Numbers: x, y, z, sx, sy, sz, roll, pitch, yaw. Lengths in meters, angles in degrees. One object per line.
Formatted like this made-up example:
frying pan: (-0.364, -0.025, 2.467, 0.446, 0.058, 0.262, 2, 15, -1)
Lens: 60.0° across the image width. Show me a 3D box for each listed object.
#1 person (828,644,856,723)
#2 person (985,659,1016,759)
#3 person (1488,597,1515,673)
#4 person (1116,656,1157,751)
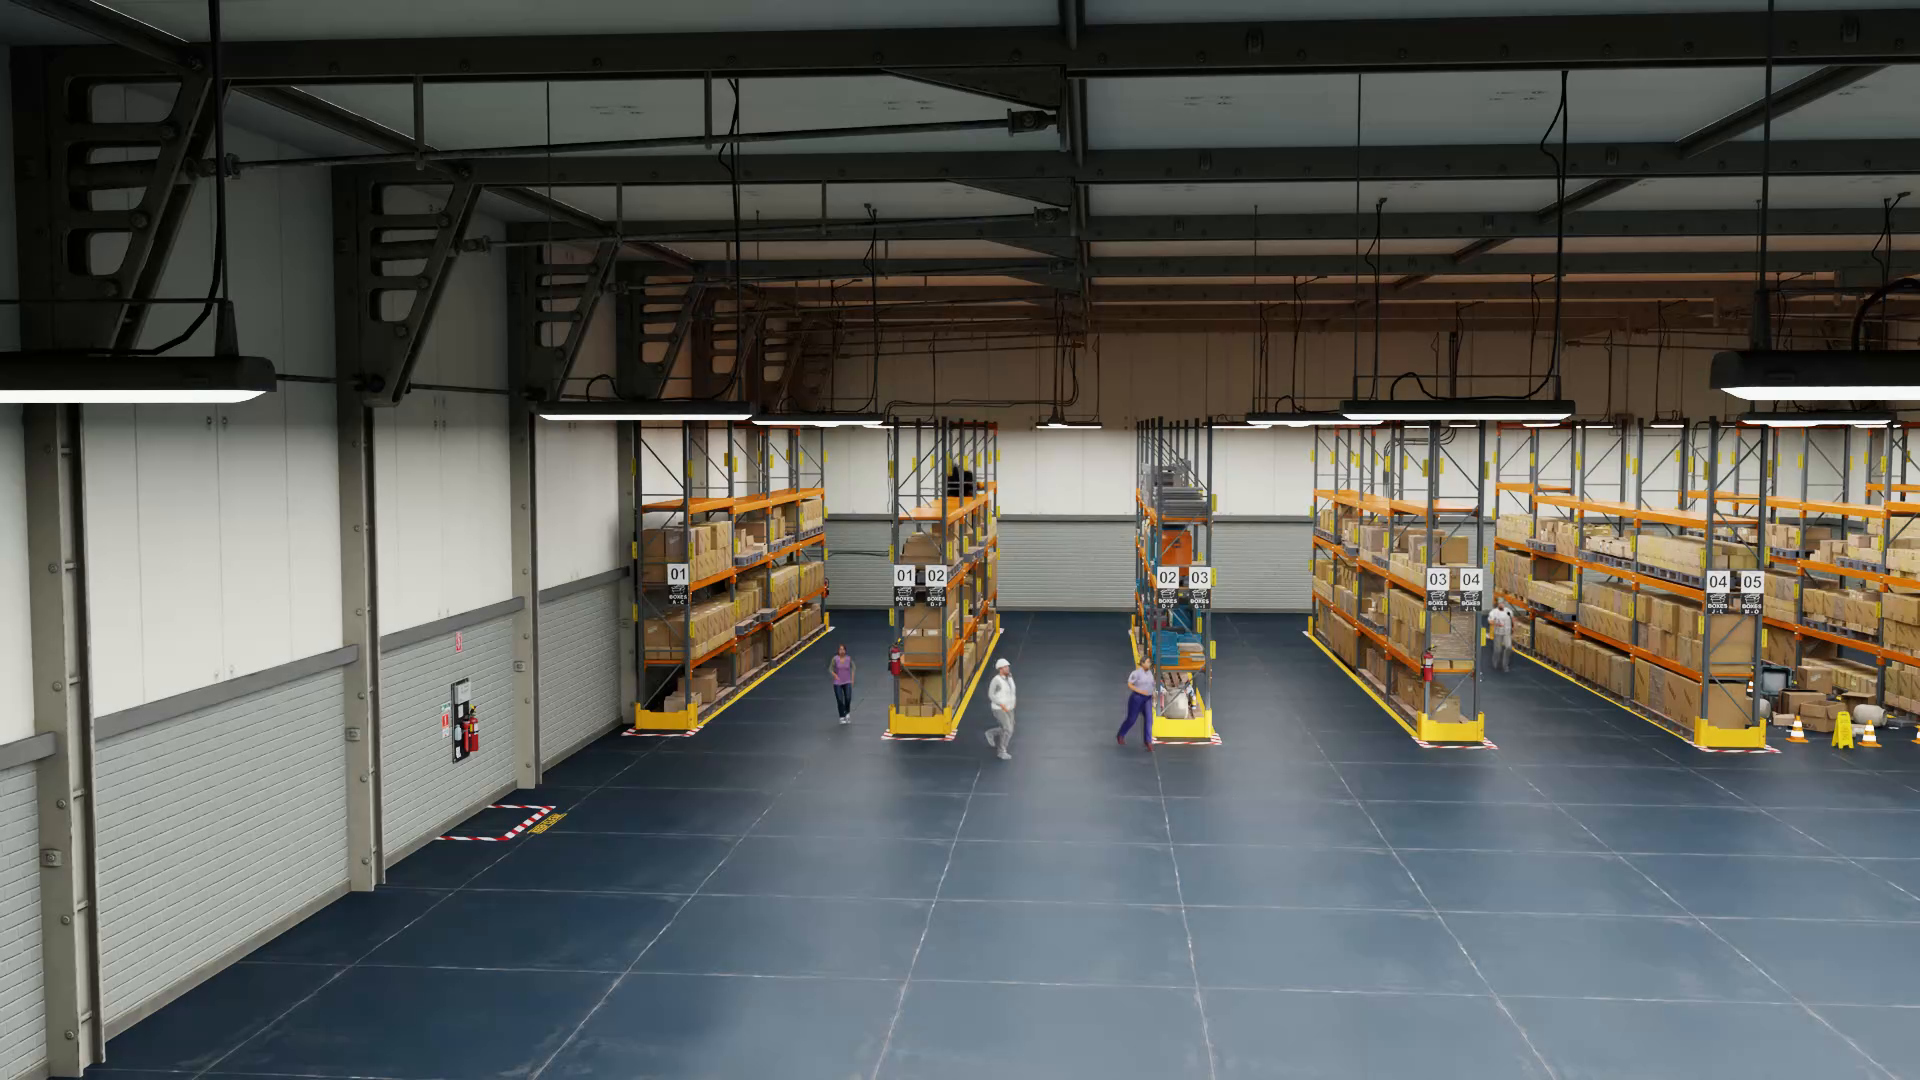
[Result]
person: (-2.296, 2.810, 32.438, 0.544, 1.563, 0.585, 0, 4, -7)
person: (0.690, 2.951, 29.261, 0.651, 1.756, 0.668, 3, 5, 37)
person: (12.967, 2.270, 39.774, 0.670, 1.830, 0.760, 0, 4, 7)
person: (3.320, 2.927, 30.044, 0.671, 1.646, 0.842, -2, 4, -32)
